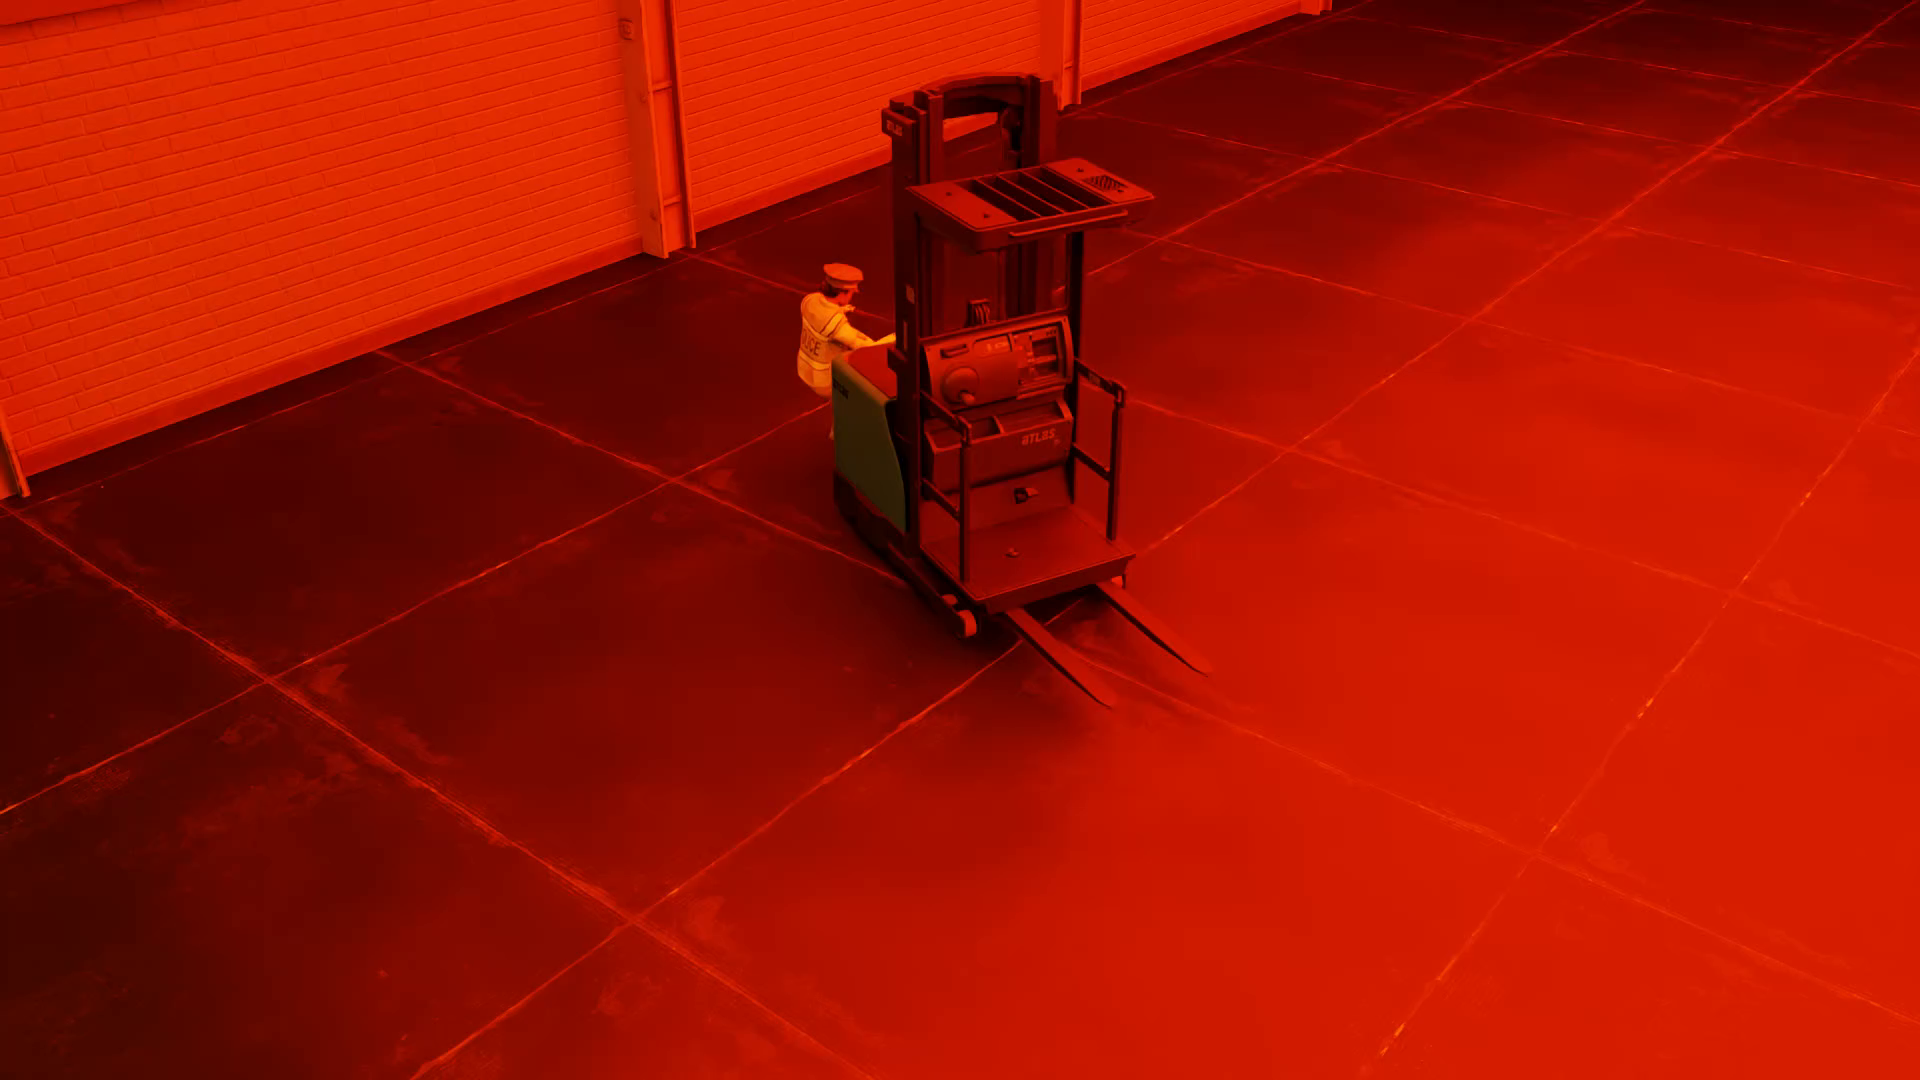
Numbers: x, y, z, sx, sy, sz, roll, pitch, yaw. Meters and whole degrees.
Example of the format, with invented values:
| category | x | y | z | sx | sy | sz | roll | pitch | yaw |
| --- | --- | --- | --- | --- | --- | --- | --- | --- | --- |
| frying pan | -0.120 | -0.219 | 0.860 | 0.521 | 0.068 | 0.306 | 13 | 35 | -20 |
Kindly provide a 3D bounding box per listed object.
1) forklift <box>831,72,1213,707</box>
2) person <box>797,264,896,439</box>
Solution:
| category | x | y | z | sx | sy | sz | roll | pitch | yaw |
| --- | --- | --- | --- | --- | --- | --- | --- | --- | --- |
| forklift | 0.330 | -0.963 | 9.242 | 1.130 | 2.935 | 3.031 | -15 | 34 | -25 |
| person | -0.689 | -1.185 | 11.090 | 0.742 | 1.438 | 0.852 | -18 | 35 | -28 |
